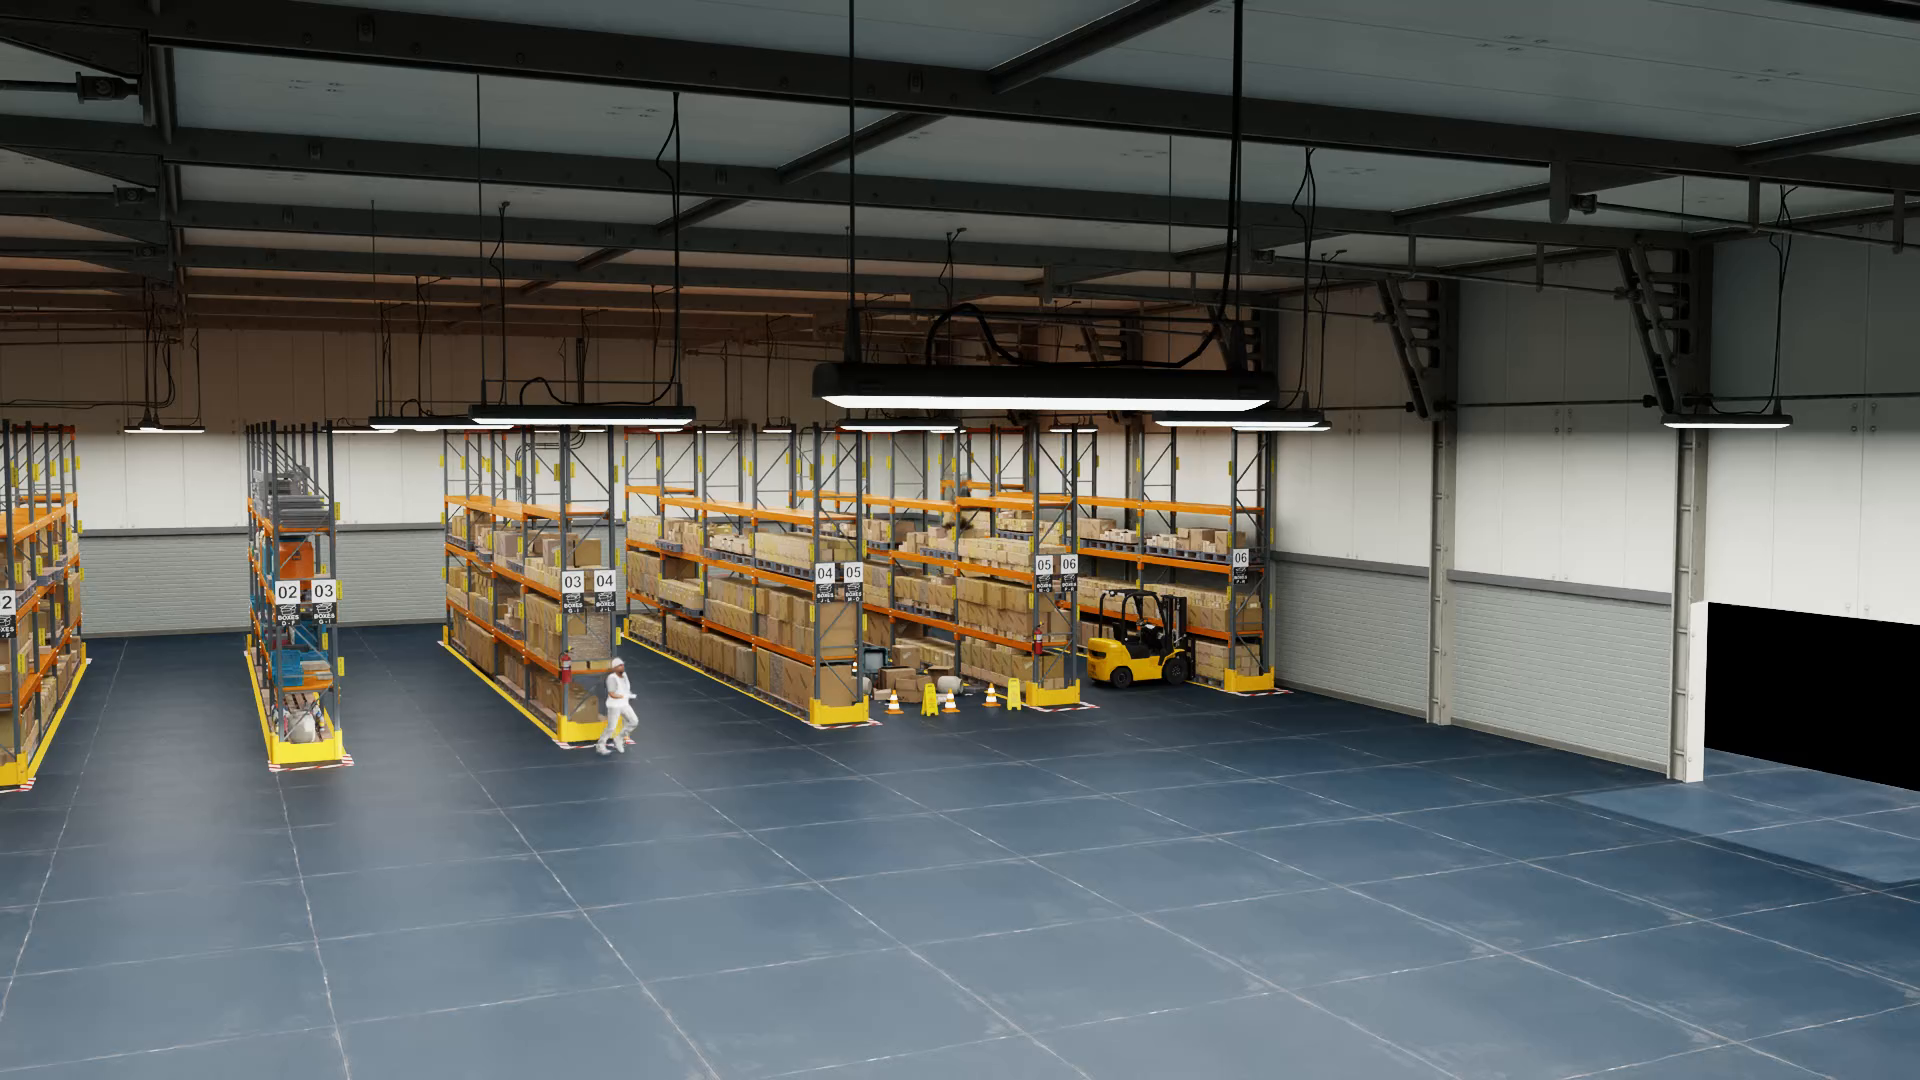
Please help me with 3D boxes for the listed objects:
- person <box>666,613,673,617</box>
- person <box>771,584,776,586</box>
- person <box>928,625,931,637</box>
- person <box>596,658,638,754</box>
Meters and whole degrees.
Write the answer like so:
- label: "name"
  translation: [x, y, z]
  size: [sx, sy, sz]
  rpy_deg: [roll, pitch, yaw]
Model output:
- label: "person"
  translation: [-8.745, 1.795, 49.088]
  size: [0.769, 1.752, 0.718]
  rpy_deg: [1, 4, 19]
- label: "person"
  translation: [-4.878, 2.072, 44.828]
  size: [0.702, 1.731, 1.025]
  rpy_deg: [-2, 4, -33]
- label: "person"
  translation: [-0.987, 2.035, 45.541]
  size: [0.640, 1.675, 0.662]
  rpy_deg: [-2, 4, -32]
- label: "person"
  translation: [-6.092, 2.963, 29.761]
  size: [0.841, 1.729, 0.703]
  rpy_deg: [2, 4, 24]
